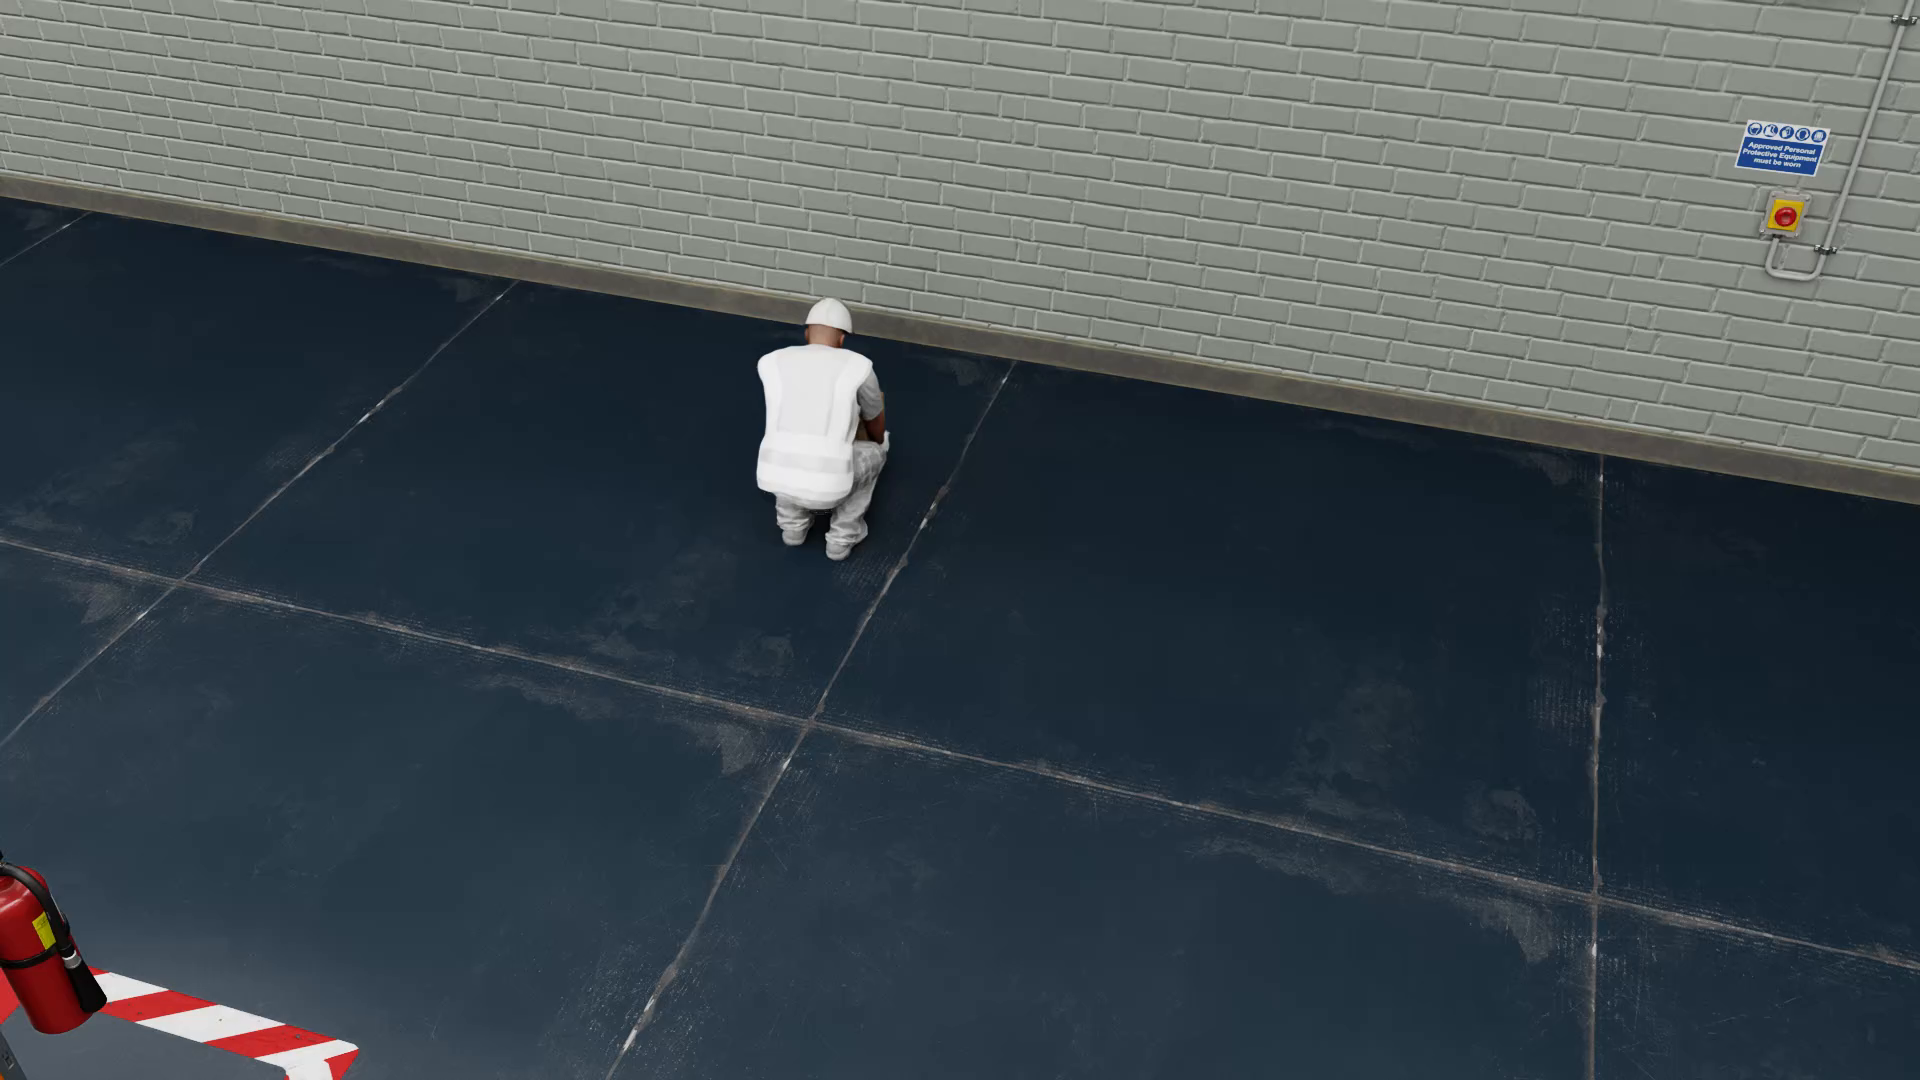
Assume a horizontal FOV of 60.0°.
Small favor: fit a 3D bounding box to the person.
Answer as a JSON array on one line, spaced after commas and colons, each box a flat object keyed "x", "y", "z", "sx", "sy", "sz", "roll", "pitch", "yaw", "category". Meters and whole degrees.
[{"x": -0.629, "y": -0.491, "z": 7.451, "sx": 0.564, "sy": 1.004, "sz": 0.910, "roll": 10, "pitch": 38, "yaw": 13, "category": "person"}]
